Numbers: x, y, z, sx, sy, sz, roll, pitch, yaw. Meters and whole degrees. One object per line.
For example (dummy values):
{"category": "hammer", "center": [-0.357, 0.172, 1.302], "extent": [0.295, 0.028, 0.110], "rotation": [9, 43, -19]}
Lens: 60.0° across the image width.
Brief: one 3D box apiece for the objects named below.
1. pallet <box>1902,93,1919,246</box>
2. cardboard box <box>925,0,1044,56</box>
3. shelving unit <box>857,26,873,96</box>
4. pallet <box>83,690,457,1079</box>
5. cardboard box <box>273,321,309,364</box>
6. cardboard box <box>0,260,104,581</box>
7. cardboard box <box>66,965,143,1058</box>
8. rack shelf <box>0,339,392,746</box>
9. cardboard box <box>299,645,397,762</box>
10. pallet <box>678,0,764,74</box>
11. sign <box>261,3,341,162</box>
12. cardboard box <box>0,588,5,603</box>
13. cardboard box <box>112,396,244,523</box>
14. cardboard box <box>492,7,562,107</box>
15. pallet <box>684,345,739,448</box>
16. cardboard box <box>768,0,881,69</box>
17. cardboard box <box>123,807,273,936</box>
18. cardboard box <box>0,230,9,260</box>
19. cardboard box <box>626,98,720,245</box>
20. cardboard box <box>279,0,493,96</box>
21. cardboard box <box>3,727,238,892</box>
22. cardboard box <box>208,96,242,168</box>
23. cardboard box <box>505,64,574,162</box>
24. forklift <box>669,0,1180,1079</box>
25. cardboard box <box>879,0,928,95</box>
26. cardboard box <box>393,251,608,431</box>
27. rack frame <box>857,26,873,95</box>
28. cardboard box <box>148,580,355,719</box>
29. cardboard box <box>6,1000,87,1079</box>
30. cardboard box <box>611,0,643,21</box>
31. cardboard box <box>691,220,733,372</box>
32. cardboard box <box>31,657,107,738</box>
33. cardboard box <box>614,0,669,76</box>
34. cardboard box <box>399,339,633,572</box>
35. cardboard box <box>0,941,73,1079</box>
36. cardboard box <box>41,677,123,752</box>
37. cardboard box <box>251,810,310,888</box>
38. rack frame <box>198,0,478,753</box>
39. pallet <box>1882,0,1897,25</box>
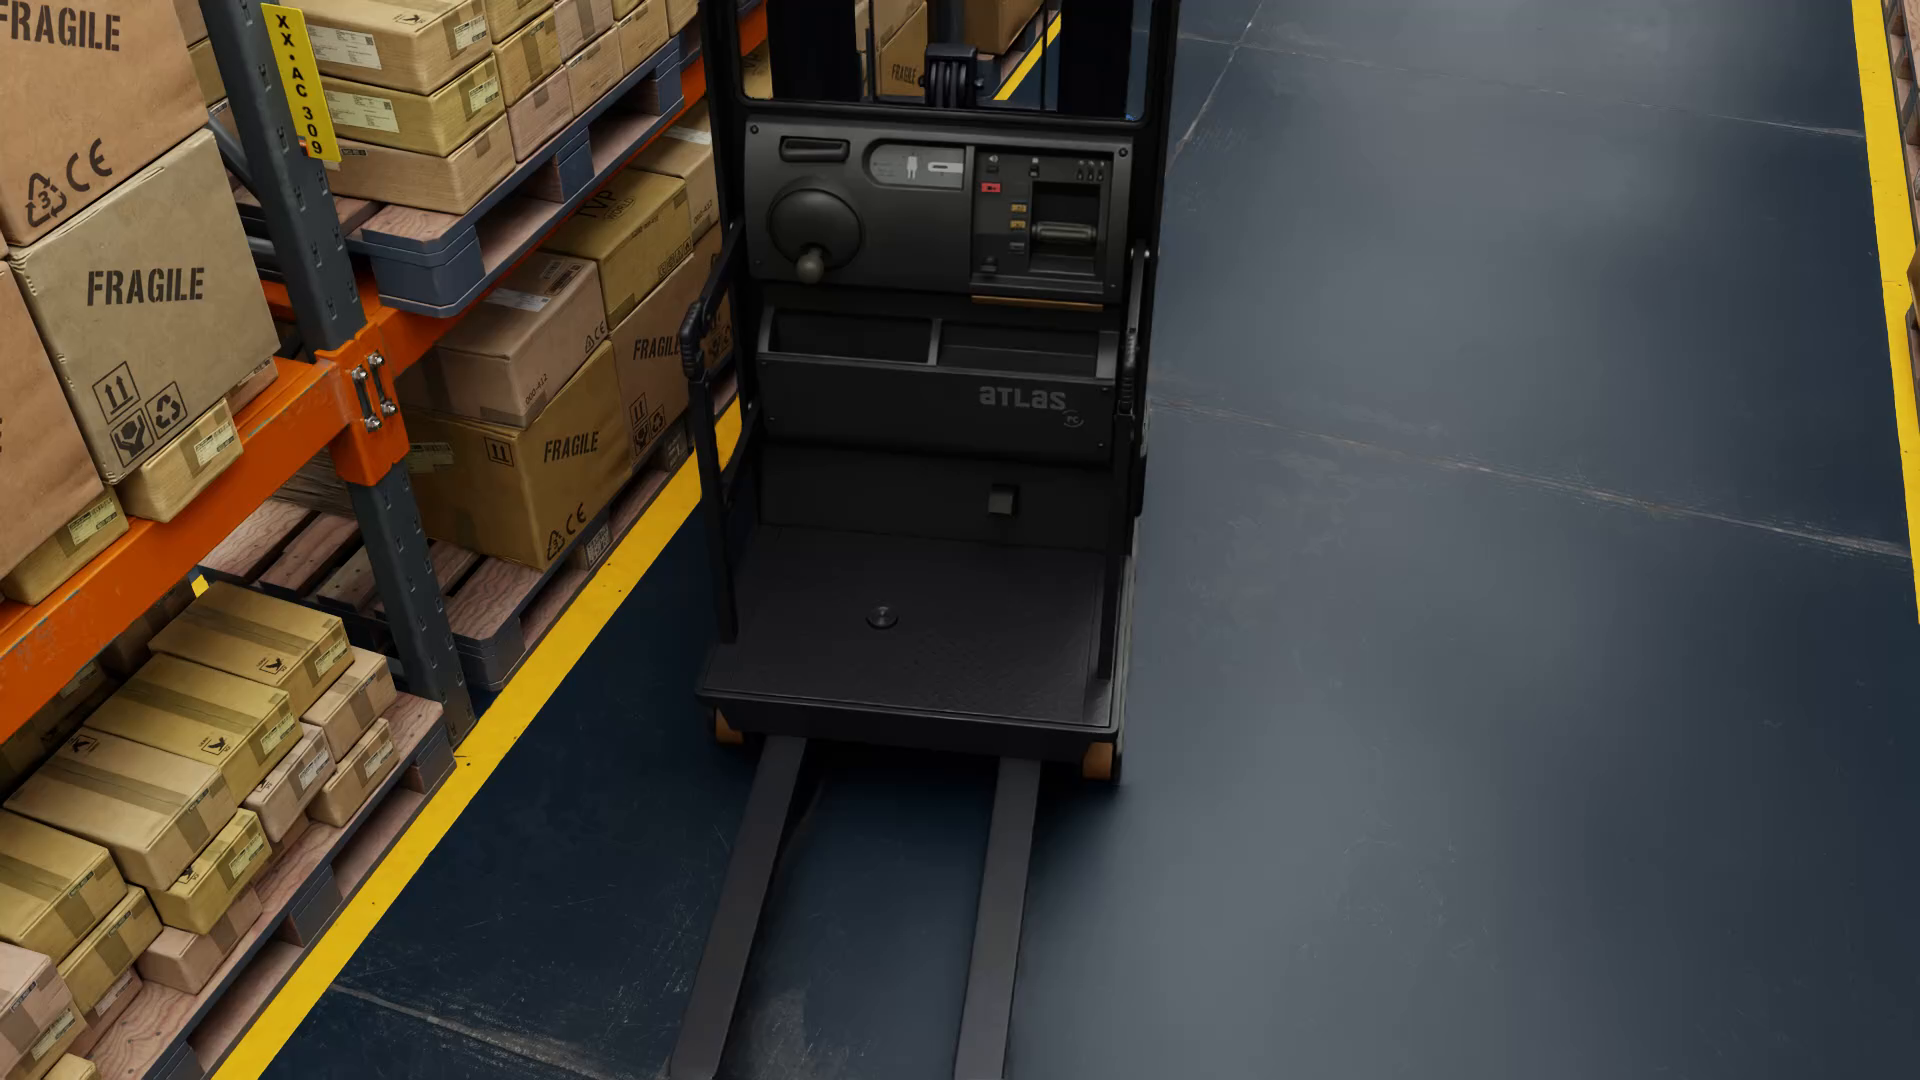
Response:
{"category": "pallet", "center": [4.424, -1.395, 6.723], "extent": [1.003, 0.211, 1.213], "rotation": [13, 42, 15]}
{"category": "cardboard box", "center": [-0.178, -2.798, 7.628], "extent": [1.050, 0.750, 0.750], "rotation": [13, 42, 14]}
{"category": "shelving unit", "center": [-0.411, -1.138, 5.659], "extent": [0.258, 1.200, 0.189], "rotation": [4, 41, 5]}
{"category": "pallet", "center": [-2.035, 0.776, 4.178], "extent": [1.003, 0.211, 1.213], "rotation": [13, 42, 15]}
{"category": "cardboard box", "center": [-1.822, -0.707, 4.792], "extent": [0.500, 0.250, 0.500], "rotation": [12, 42, 14]}
{"category": "cardboard box", "center": [-1.918, -0.180, 2.843], "extent": [0.500, 0.500, 0.500], "rotation": [12, 42, 14]}
{"category": "cardboard box", "center": [-2.054, 0.986, 3.656], "extent": [0.380, 0.149, 0.250], "rotation": [12, 42, 14]}
{"category": "rack shelf", "center": [-2.523, 0.791, 2.566], "extent": [1.077, 0.370, 4.000], "rotation": [13, 42, 15]}
{"category": "cardboard box", "center": [-1.648, 0.372, 4.147], "extent": [0.380, 0.149, 0.250], "rotation": [14, 42, 16]}
{"category": "pallet", "center": [-1.110, -1.853, 5.258], "extent": [1.003, 0.211, 1.213], "rotation": [13, 42, 15]}
{"category": "sign", "center": [-1.326, -0.916, 3.346], "extent": [0.100, 0.325, 0.005], "rotation": [13, 42, 15]}
{"category": "cardboard box", "center": [-2.003, 0.092, 3.024], "extent": [0.380, 0.149, 0.250], "rotation": [12, 42, 14]}
{"category": "cardboard box", "center": [-1.702, -0.200, 3.366], "extent": [0.380, 0.149, 0.250], "rotation": [12, 42, 14]}
{"category": "cardboard box", "center": [-1.185, -1.177, 3.959], "extent": [0.380, 0.149, 0.250], "rotation": [13, 42, 14]}
{"category": "pallet", "center": [-1.159, -0.864, 6.099], "extent": [1.003, 0.211, 1.213], "rotation": [13, 42, 15]}
{"category": "cardboard box", "center": [-0.621, -1.851, 6.133], "extent": [0.500, 0.250, 0.500], "rotation": [14, 42, 16]}
{"category": "cardboard box", "center": [-1.804, 0.707, 3.754], "extent": [0.380, 0.149, 0.250], "rotation": [12, 42, 14]}
{"category": "cardboard box", "center": [-1.917, -0.571, 2.531], "extent": [0.500, 0.500, 0.500], "rotation": [12, 42, 14]}
{"category": "cardboard box", "center": [-0.980, -1.224, 5.398], "extent": [0.500, 0.250, 0.500], "rotation": [15, 43, 17]}
{"category": "cardboard box", "center": [-1.272, -1.131, 3.676], "extent": [0.380, 0.149, 0.250], "rotation": [15, 43, 17]}
{"category": "cardboard box", "center": [-1.845, 0.589, 3.663], "extent": [0.380, 0.149, 0.250], "rotation": [13, 42, 15]}
{"category": "cardboard box", "center": [-1.889, -1.053, 4.043], "extent": [0.380, 0.149, 0.250], "rotation": [12, 42, 14]}
{"category": "cardboard box", "center": [-1.183, -1.075, 4.069], "extent": [0.380, 0.149, 0.250], "rotation": [14, 42, 16]}
{"category": "forklift", "center": [-0.084, -0.712, 3.827], "extent": [1.130, 2.935, 3.031], "rotation": [5, 41, 6]}
{"category": "cardboard box", "center": [-0.451, -1.892, 6.758], "extent": [0.500, 0.500, 0.500], "rotation": [13, 42, 15]}
{"category": "cardboard box", "center": [-1.338, -0.589, 4.653], "extent": [0.500, 0.250, 0.500], "rotation": [12, 42, 13]}
{"category": "rack frame", "center": [-0.401, -1.197, 5.728], "extent": [0.240, 1.200, 0.006], "rotation": [4, 41, 5]}
{"category": "cardboard box", "center": [-1.716, 0.271, 4.036], "extent": [0.380, 0.149, 0.250], "rotation": [14, 43, 16]}
{"category": "cardboard box", "center": [-2.051, 0.998, 3.413], "extent": [0.380, 0.149, 0.250], "rotation": [14, 43, 16]}
{"category": "cardboard box", "center": [-1.009, -1.493, 4.329], "extent": [0.380, 0.149, 0.250], "rotation": [12, 42, 13]}
{"category": "cardboard box", "center": [-0.991, -0.949, 5.653], "extent": [0.500, 0.500, 0.500], "rotation": [14, 42, 16]}
{"category": "cardboard box", "center": [-2.301, 0.315, 3.984], "extent": [0.380, 0.149, 0.250], "rotation": [15, 43, 17]}
{"category": "cardboard box", "center": [-1.007, -1.380, 4.426], "extent": [0.380, 0.149, 0.250], "rotation": [14, 42, 16]}
{"category": "cardboard box", "center": [-1.337, -0.303, 4.897], "extent": [0.500, 0.500, 0.500], "rotation": [15, 43, 17]}
{"category": "cardboard box", "center": [-2.012, 0.915, 3.281], "extent": [0.380, 0.149, 0.250], "rotation": [11, 42, 13]}
{"category": "cardboard box", "center": [-2.266, 0.433, 4.075], "extent": [0.380, 0.149, 0.250], "rotation": [14, 42, 15]}
{"category": "cardboard box", "center": [-1.820, 0.677, 4.018], "extent": [0.380, 0.149, 0.250], "rotation": [14, 43, 16]}
{"category": "rack frame", "center": [-1.839, -0.703, 3.762], "extent": [1.000, 3.000, 0.127], "rotation": [13, 42, 15]}
{"category": "pallet", "center": [5.258, -2.883, 8.467], "extent": [1.003, 0.211, 1.213], "rotation": [13, 42, 15]}
